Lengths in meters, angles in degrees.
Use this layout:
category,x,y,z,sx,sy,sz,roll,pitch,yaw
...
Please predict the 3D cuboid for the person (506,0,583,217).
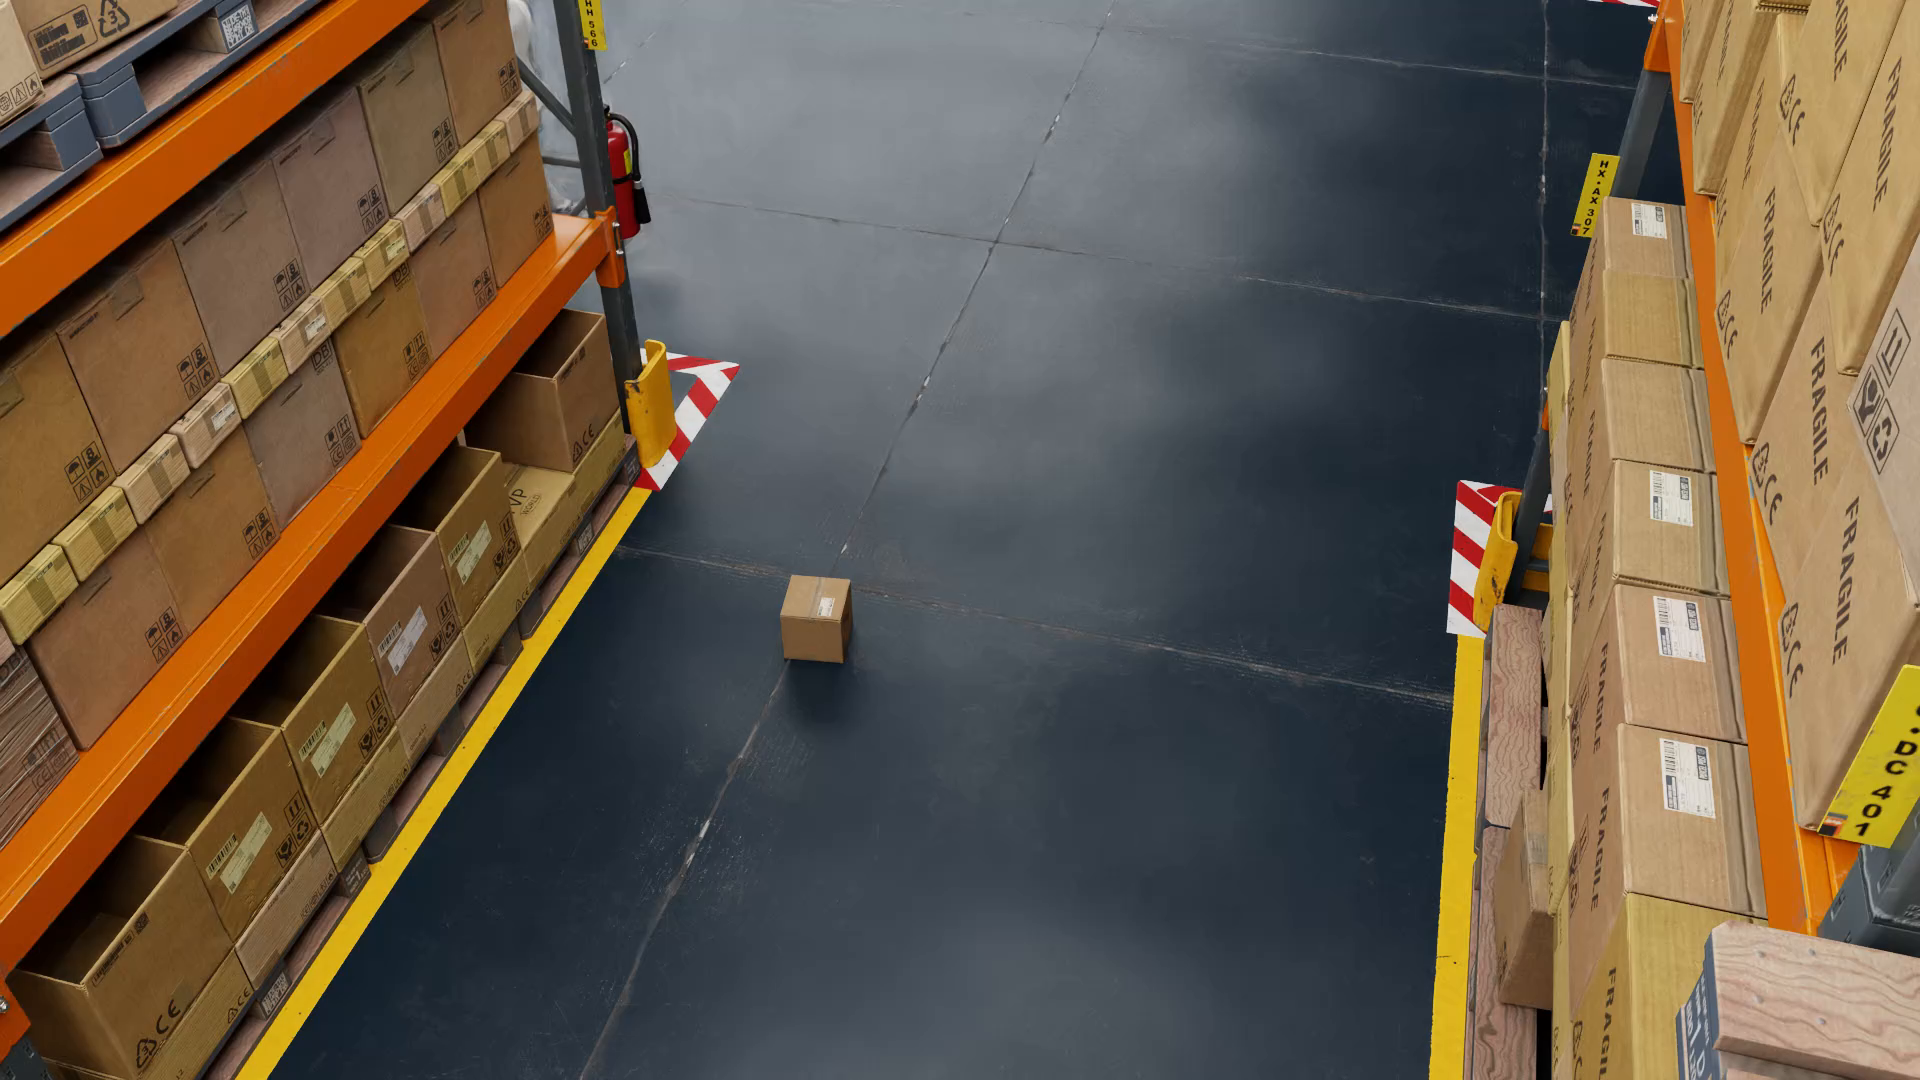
category,x,y,z,sx,sy,sz,roll,pitch,yaw
person,-2.356,-2.216,8.671,0.526,1.764,0.536,16,43,18
